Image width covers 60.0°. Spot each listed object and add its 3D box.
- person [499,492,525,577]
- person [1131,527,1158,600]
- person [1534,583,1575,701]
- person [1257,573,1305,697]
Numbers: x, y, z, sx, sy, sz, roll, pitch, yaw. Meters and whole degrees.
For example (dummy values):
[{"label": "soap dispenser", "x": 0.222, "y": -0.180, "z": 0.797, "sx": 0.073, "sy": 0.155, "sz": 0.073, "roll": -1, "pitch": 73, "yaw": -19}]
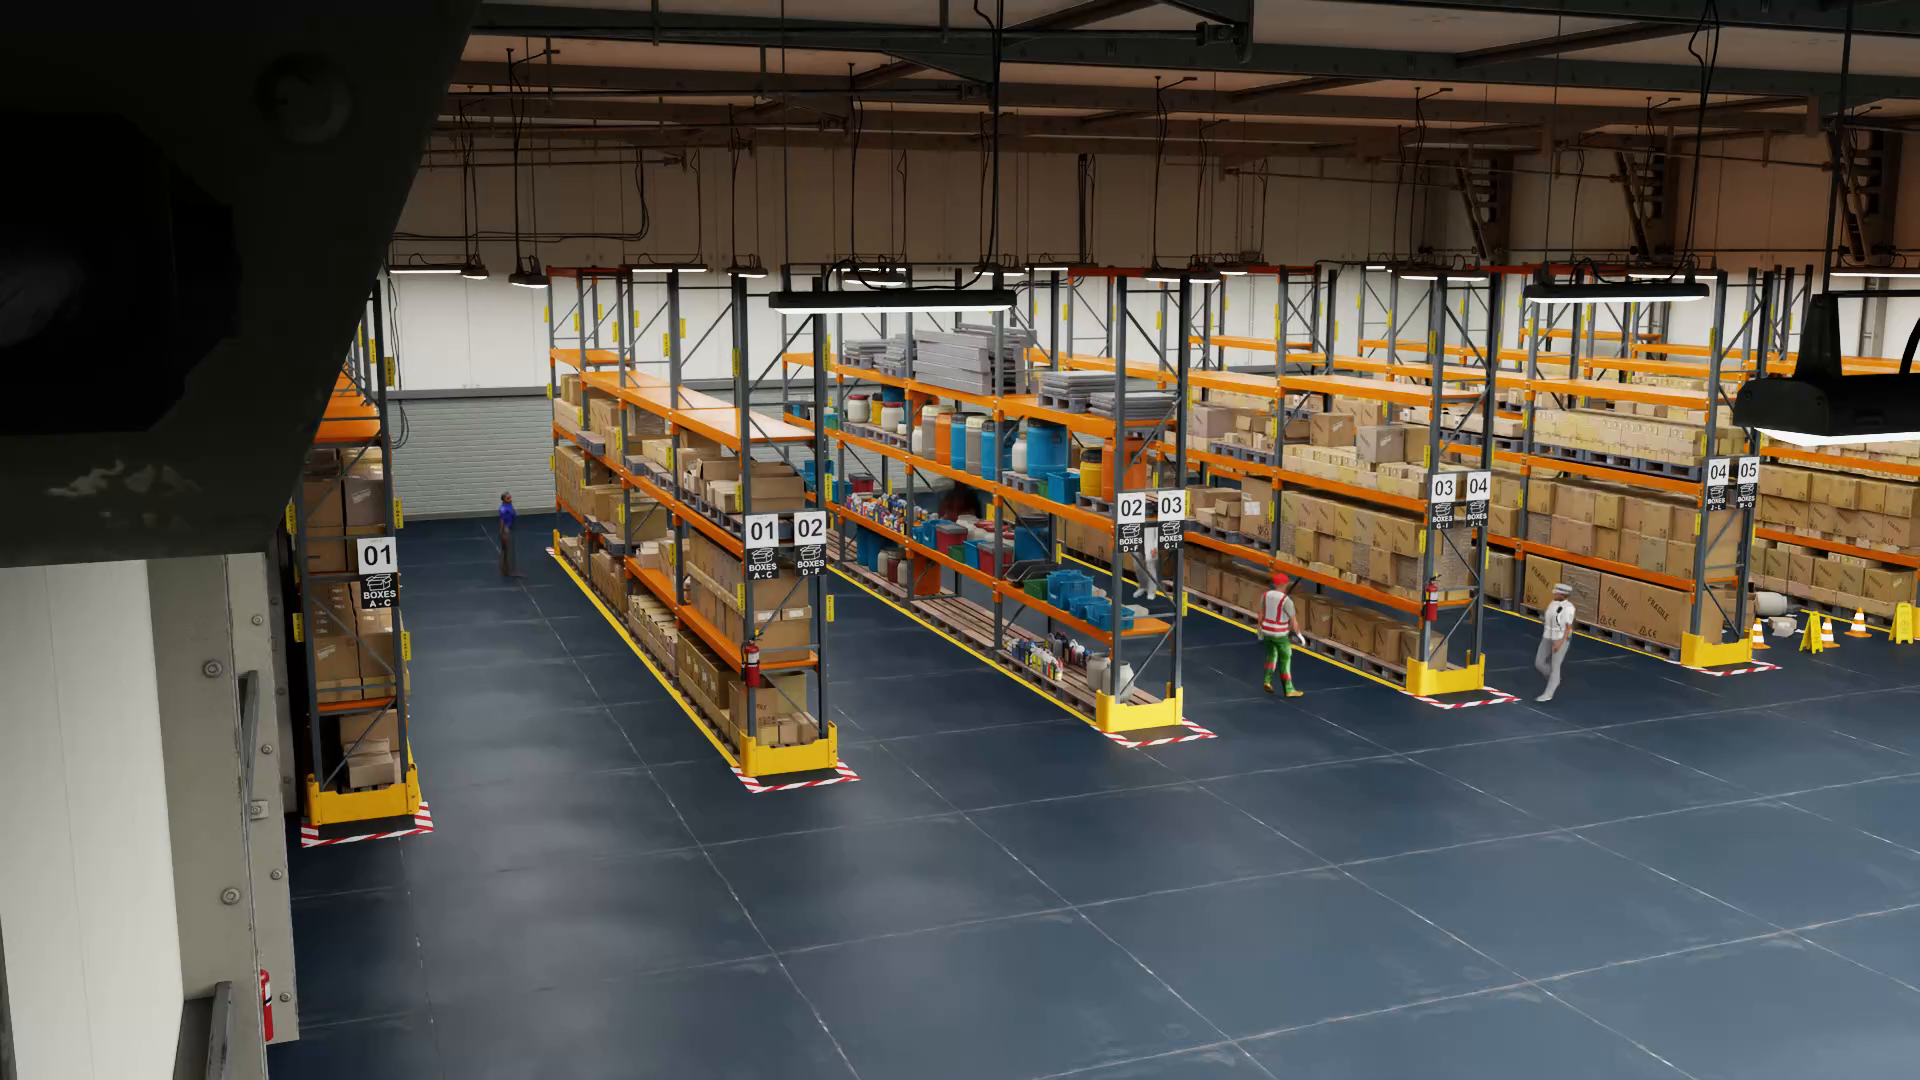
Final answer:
[{"label": "person", "x": -8.808, "y": -0.113, "z": 32.583, "sx": 0.495, "sy": 1.660, "sz": 0.479, "roll": -2, "pitch": 10, "yaw": -10}, {"label": "person", "x": 3.289, "y": 0.143, "z": 29.115, "sx": 0.496, "sy": 1.840, "sz": 0.648, "roll": -9, "pitch": 13, "yaw": -42}, {"label": "person", "x": 8.415, "y": 1.436, "z": 23.591, "sx": 0.595, "sy": 1.658, "sz": 0.503, "roll": -8, "pitch": 13, "yaw": -38}, {"label": "person", "x": 4.580, "y": 1.342, "z": 23.764, "sx": 0.529, "sy": 1.787, "sz": 0.709, "roll": -8, "pitch": 13, "yaw": -38}]
